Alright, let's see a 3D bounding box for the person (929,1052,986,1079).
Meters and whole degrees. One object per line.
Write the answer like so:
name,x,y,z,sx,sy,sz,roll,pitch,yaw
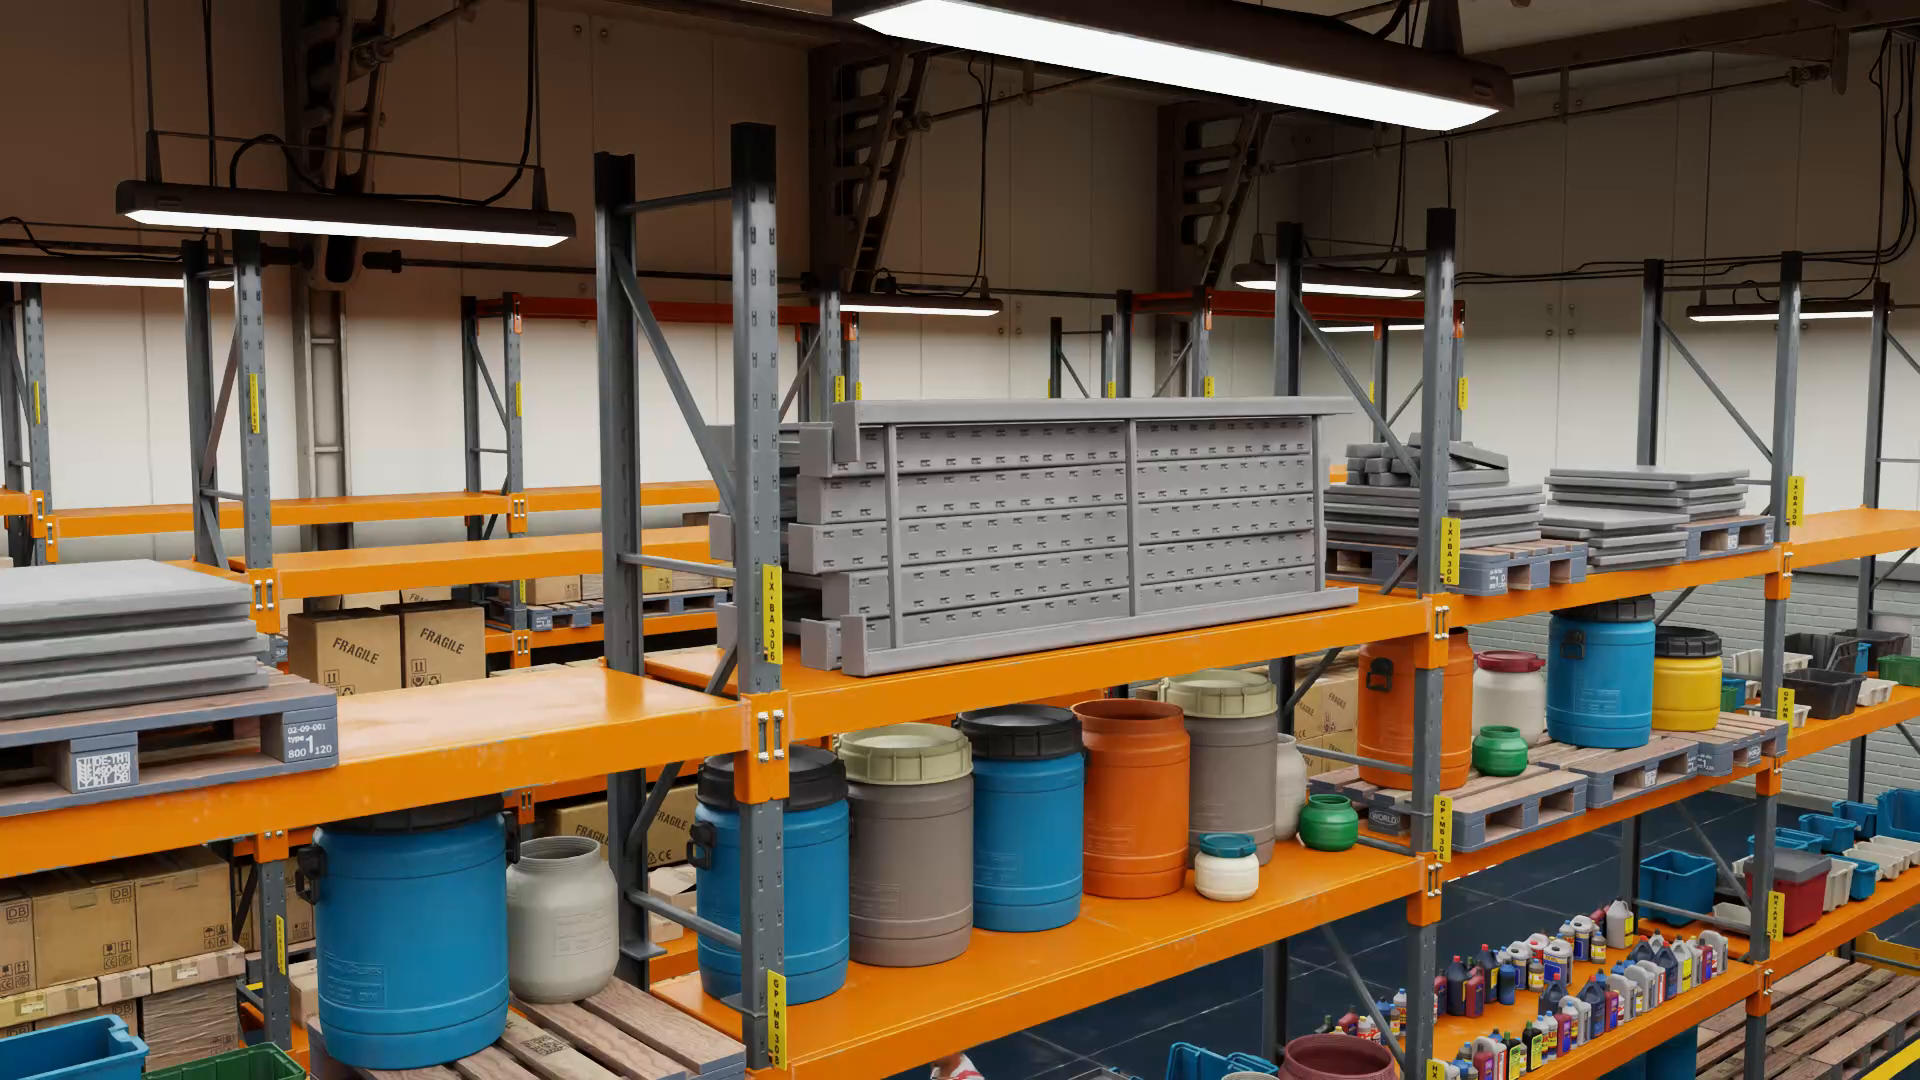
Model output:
person,-0.021,3.399,9.003,0.884,1.759,0.744,-2,6,-16
